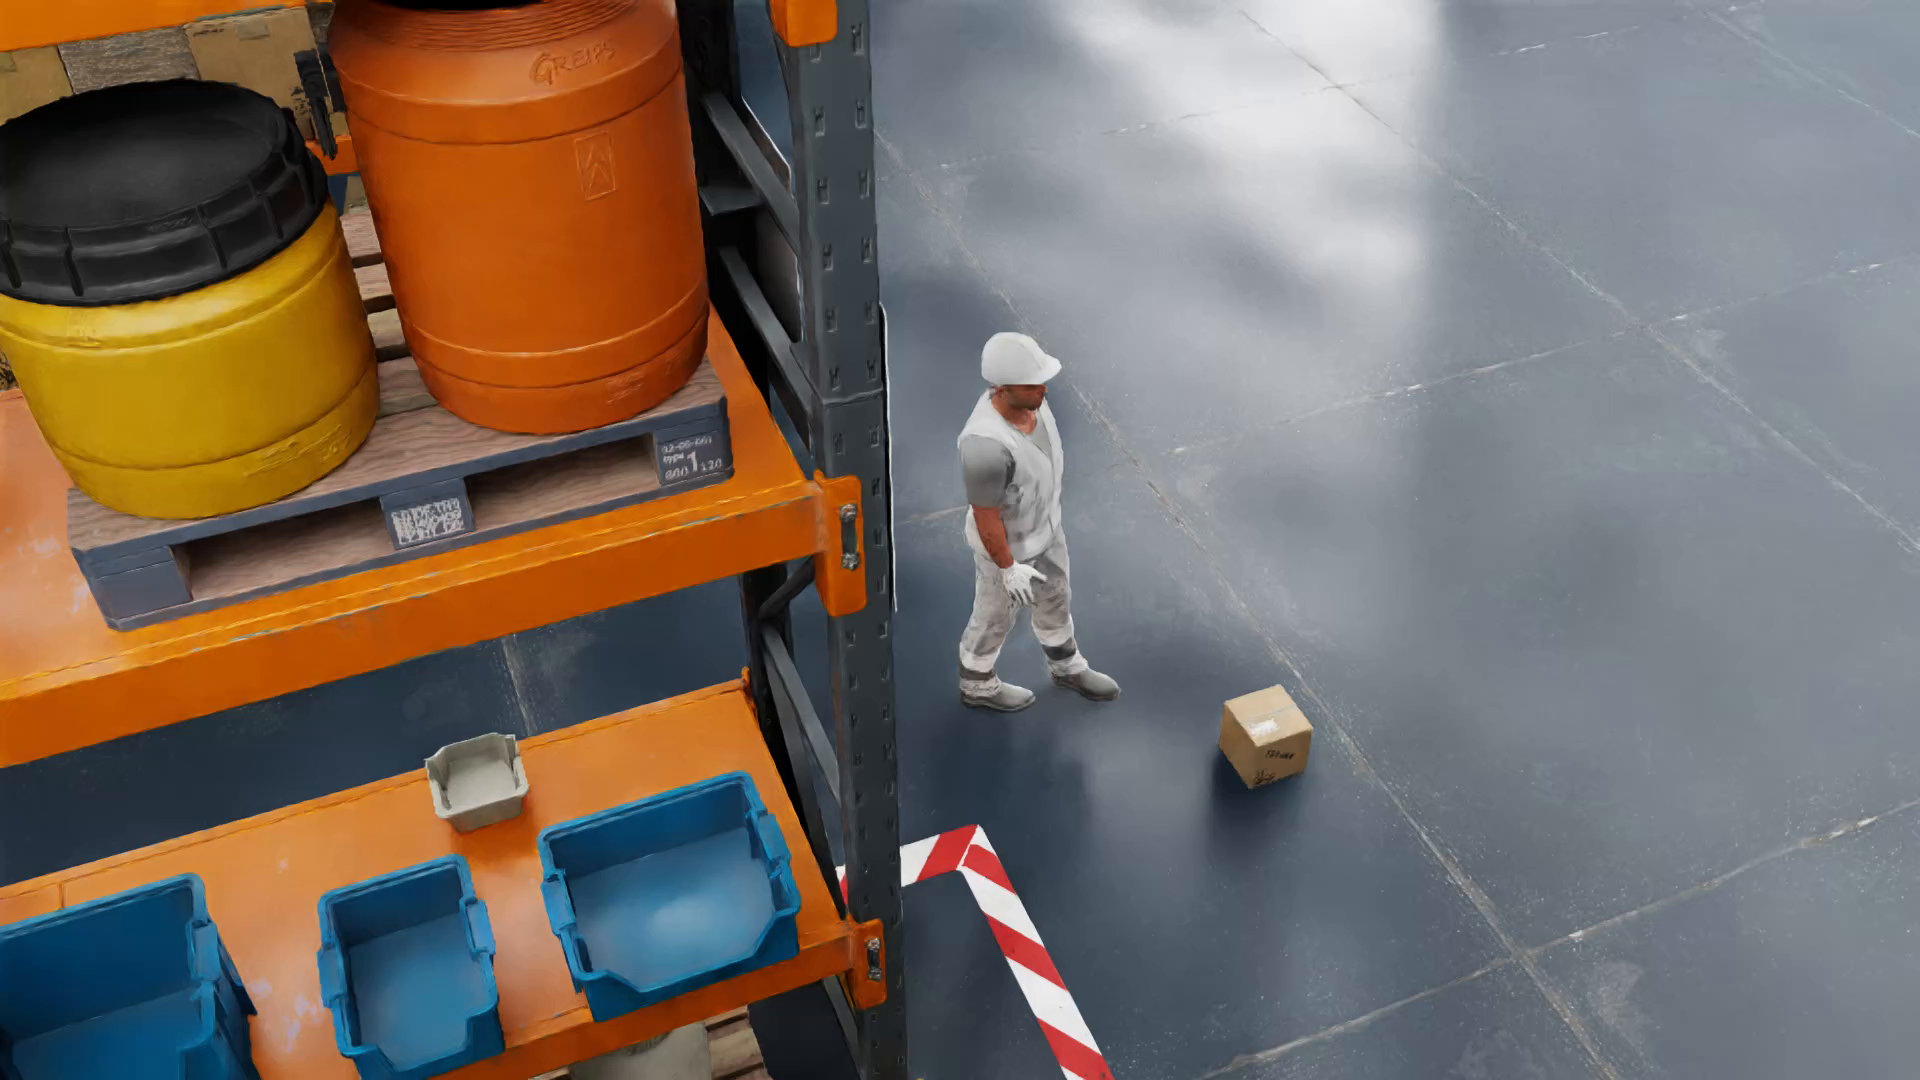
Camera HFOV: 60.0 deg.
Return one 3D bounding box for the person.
[{"bbox_3d":[0.307,-0.001,6.121,0.602,1.785,0.564,16,44,18],"label":"person"}]
